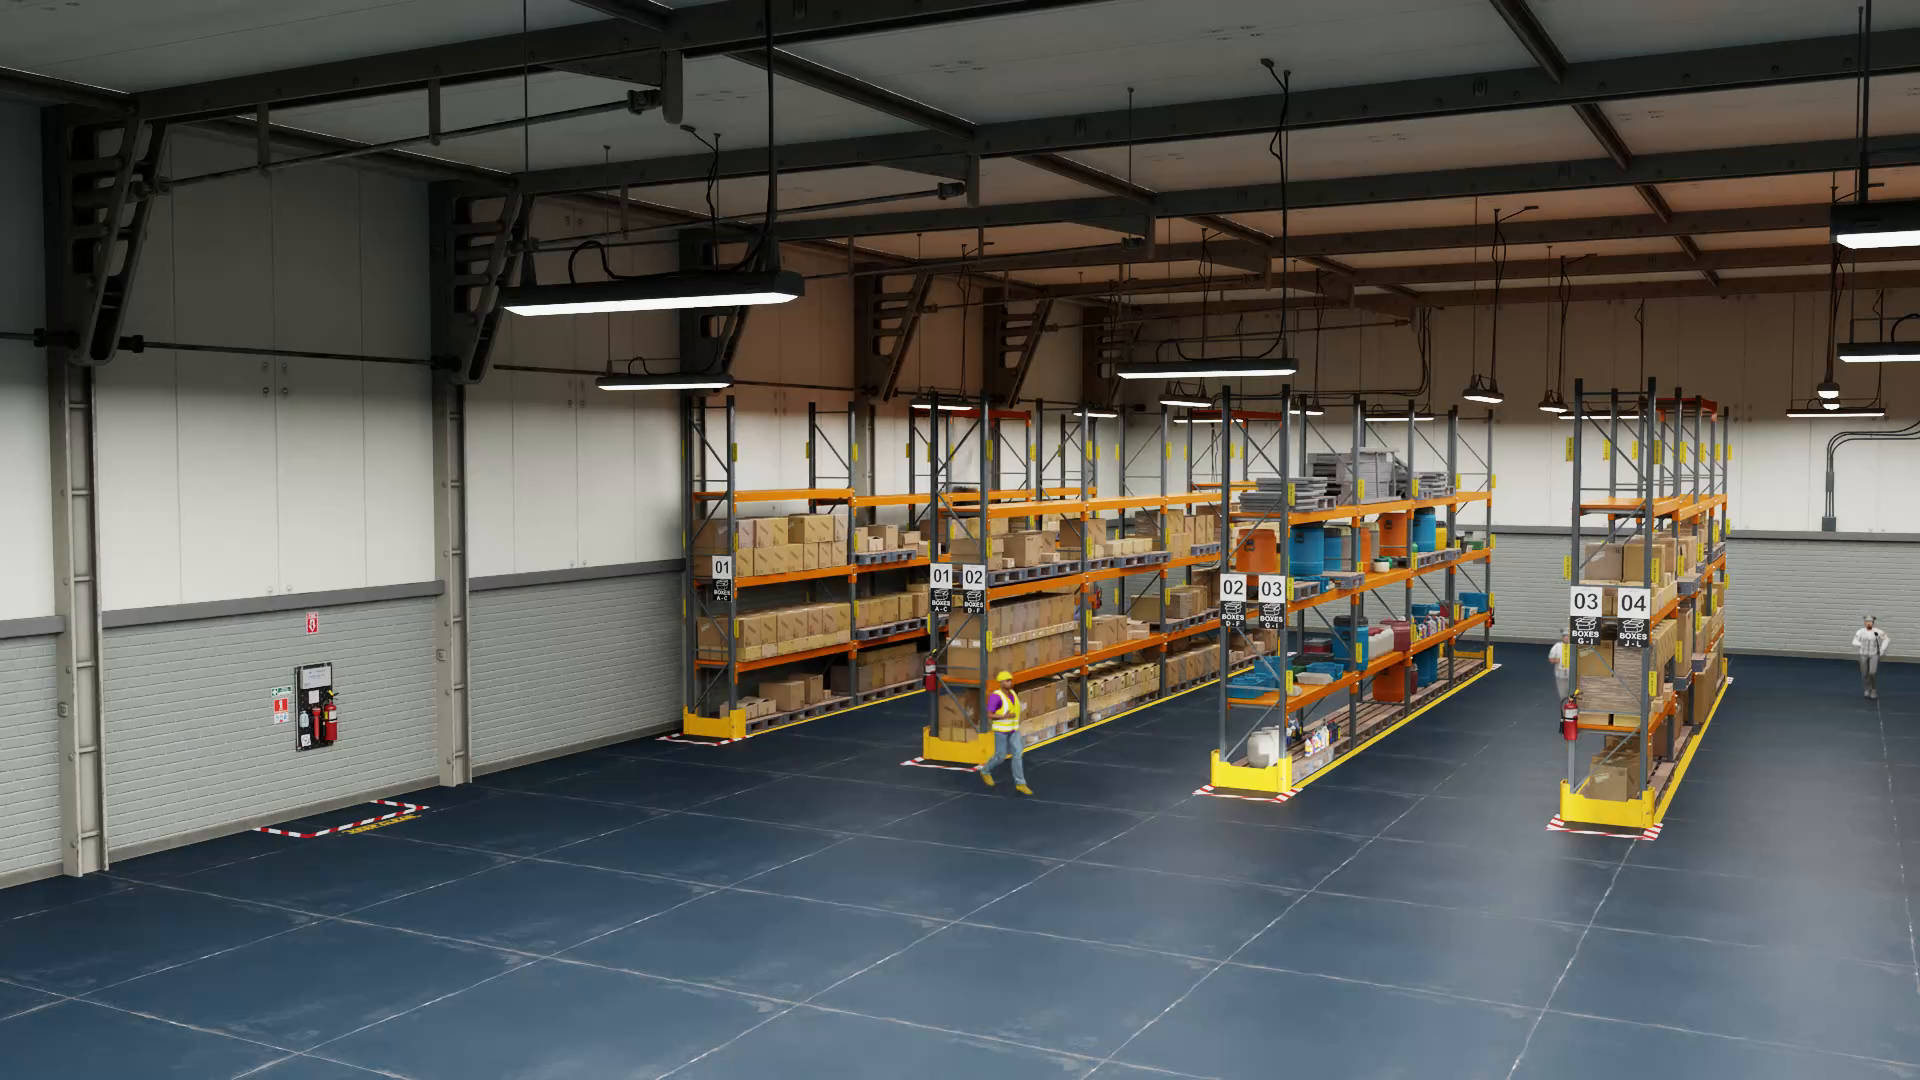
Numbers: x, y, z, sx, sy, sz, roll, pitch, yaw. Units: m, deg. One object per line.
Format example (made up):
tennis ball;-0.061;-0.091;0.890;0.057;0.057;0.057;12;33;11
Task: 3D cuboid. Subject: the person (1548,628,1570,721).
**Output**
person;11.118;2.528;30.477;0.640;1.852;0.795;2;3;29

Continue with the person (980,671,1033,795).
person;0.667;2.807;24.409;0.698;1.769;0.967;-3;4;-43

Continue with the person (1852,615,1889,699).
person;18.541;2.380;33.909;0.623;1.718;0.667;2;4;37

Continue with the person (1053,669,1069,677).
person;2.134;2.294;36.204;0.590;1.626;0.743;2;3;29
